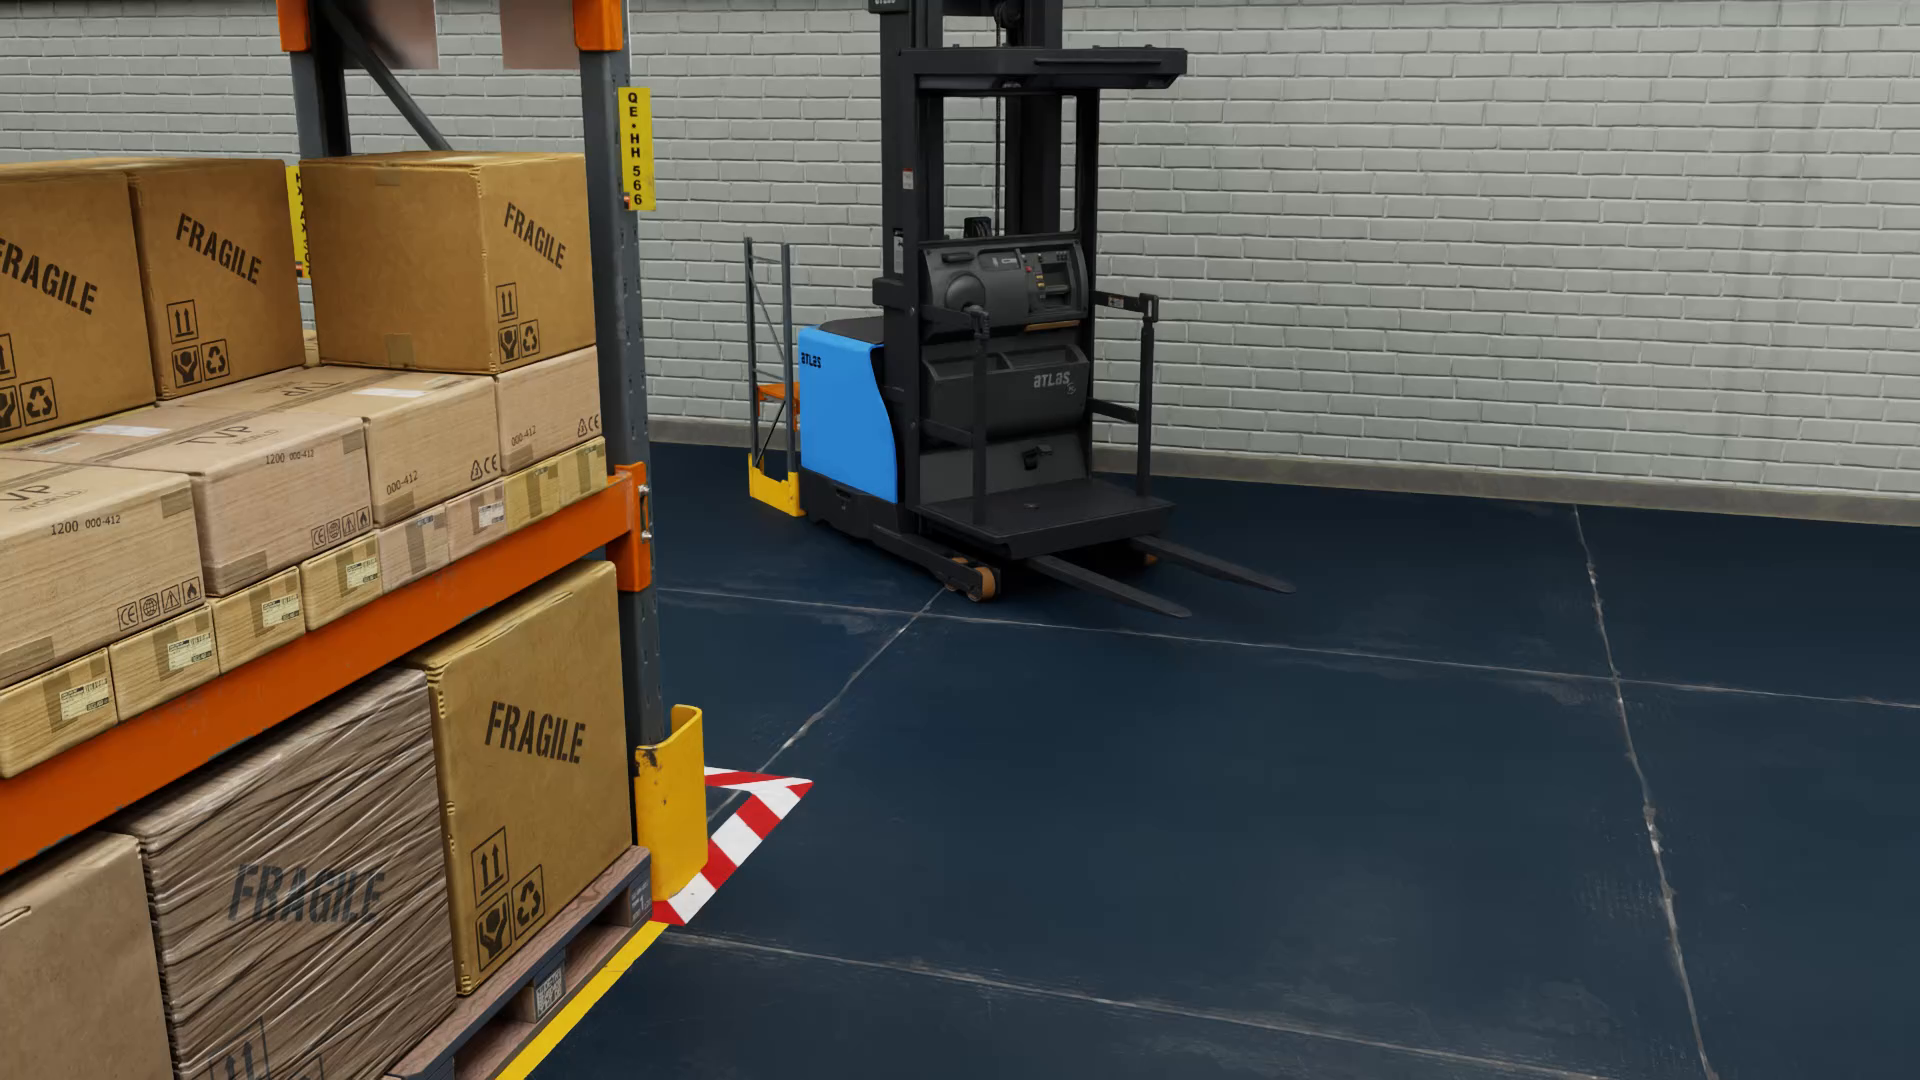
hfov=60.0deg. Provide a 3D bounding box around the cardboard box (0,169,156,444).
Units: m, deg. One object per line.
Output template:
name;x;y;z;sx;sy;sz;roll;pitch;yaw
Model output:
cardboard box;-2.075;-0.495;3.434;0.500;0.500;0.500;4;16;14

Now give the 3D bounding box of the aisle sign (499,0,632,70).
aisle sign;-1.088;-1.681;4.495;0.394;0.787;0.004;5;16;16

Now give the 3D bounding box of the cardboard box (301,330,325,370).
cardboard box;-1.791;-0.401;4.477;0.500;0.250;0.500;4;16;14

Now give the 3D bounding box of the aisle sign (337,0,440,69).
aisle sign;-1.663;-1.728;4.660;0.394;0.787;0.004;5;16;16

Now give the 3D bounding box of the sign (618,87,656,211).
sign;-0.880;-1.060;4.514;0.100;0.325;0.005;5;16;16

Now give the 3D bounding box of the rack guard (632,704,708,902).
rack guard;-1.389;0.761;5.229;1.175;0.500;0.348;5;16;16

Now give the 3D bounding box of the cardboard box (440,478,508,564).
cardboard box;-1.327;-0.061;4.009;0.380;0.149;0.250;5;16;16

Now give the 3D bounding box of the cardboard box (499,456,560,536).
cardboard box;-1.254;-0.127;4.241;0.380;0.149;0.250;5;17;16

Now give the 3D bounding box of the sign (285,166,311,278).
sign;-1.926;-0.934;4.894;0.100;0.325;0.005;5;16;16

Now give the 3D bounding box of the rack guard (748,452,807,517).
rack guard;-1.047;-0.322;9.508;0.087;0.250;0.587;-10;19;-32

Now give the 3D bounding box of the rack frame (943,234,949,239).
rack frame;-0.210;-1.072;9.859;0.032;1.500;0.500;-10;19;-32

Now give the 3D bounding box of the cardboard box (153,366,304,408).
cardboard box;-1.933;-0.265;3.996;0.500;0.250;0.500;4;16;15

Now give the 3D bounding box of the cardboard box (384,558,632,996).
cardboard box;-1.501;0.559;4.486;0.875;0.875;0.875;5;16;16

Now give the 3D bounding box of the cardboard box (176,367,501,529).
cardboard box;-1.424;-0.226;3.858;0.500;0.250;0.500;4;16;15

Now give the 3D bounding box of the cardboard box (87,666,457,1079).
cardboard box;-1.760;0.797;3.647;0.875;0.875;0.875;5;16;16

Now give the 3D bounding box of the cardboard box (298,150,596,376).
cardboard box;-1.282;-0.719;4.222;0.500;0.500;0.500;5;17;17

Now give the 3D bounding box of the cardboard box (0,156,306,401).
cardboard box;-1.933;-0.631;3.913;0.500;0.500;0.500;4;16;15

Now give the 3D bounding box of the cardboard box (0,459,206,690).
cardboard box;-1.712;0.044;2.907;0.500;0.250;0.500;5;16;16

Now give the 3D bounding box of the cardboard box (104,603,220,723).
cardboard box;-1.616;0.205;3.072;0.380;0.149;0.250;5;17;17

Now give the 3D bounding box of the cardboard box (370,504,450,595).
cardboard box;-1.398;0.004;3.779;0.380;0.149;0.250;5;17;17

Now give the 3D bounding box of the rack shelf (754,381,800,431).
rack shelf;-0.637;-0.823;9.642;1.000;0.185;0.538;-10;19;-32

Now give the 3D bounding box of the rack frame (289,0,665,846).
rack frame;-1.396;-0.435;4.866;1.000;3.000;0.127;5;16;16

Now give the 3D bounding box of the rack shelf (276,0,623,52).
rack shelf;-1.964;-1.009;2.710;1.077;0.370;4.000;5;16;16

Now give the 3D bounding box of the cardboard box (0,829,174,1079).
cardboard box;-2.013;1.030;2.826;0.875;0.875;0.875;5;16;16

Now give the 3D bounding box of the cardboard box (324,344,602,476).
cardboard box;-1.279;-0.359;4.326;0.500;0.250;0.500;4;16;15

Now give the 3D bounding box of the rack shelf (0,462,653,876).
rack shelf;-1.964;0.434;3.119;1.077;0.370;4.000;5;16;16

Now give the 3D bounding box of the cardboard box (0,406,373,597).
cardboard box;-1.568;-0.093;3.389;0.500;0.250;0.500;4;16;14

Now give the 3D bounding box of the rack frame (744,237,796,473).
rack frame;-1.063;-0.921;9.327;0.032;1.500;0.500;-10;19;-32

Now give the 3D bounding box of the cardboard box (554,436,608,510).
cardboard box;-1.182;-0.195;4.482;0.380;0.149;0.250;5;17;17

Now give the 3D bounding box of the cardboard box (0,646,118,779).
cardboard box;-1.688;0.273;2.831;0.380;0.149;0.250;4;16;14

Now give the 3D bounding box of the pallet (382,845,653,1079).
pallet;-1.548;1.122;4.487;1.003;0.211;1.213;5;16;16

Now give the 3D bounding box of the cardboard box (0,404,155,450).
cardboard box;-2.079;-0.134;3.533;0.500;0.250;0.500;4;16;14

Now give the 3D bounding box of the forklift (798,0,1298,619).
forklift;0.351;-1.268;7.927;1.130;2.935;3.031;-10;19;-32

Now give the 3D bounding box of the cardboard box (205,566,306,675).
cardboard box;-1.544;0.140;3.300;0.380;0.149;0.250;5;16;16

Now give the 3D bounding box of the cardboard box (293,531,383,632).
cardboard box;-1.470;0.072;3.539;0.380;0.149;0.250;4;16;15

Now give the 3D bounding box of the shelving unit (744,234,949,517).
shelving unit;-0.629;-0.998;9.598;1.083;1.500;0.587;-10;19;-32

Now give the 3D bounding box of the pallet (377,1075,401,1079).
pallet;-1.897;1.440;3.366;1.003;0.211;1.213;5;16;16
